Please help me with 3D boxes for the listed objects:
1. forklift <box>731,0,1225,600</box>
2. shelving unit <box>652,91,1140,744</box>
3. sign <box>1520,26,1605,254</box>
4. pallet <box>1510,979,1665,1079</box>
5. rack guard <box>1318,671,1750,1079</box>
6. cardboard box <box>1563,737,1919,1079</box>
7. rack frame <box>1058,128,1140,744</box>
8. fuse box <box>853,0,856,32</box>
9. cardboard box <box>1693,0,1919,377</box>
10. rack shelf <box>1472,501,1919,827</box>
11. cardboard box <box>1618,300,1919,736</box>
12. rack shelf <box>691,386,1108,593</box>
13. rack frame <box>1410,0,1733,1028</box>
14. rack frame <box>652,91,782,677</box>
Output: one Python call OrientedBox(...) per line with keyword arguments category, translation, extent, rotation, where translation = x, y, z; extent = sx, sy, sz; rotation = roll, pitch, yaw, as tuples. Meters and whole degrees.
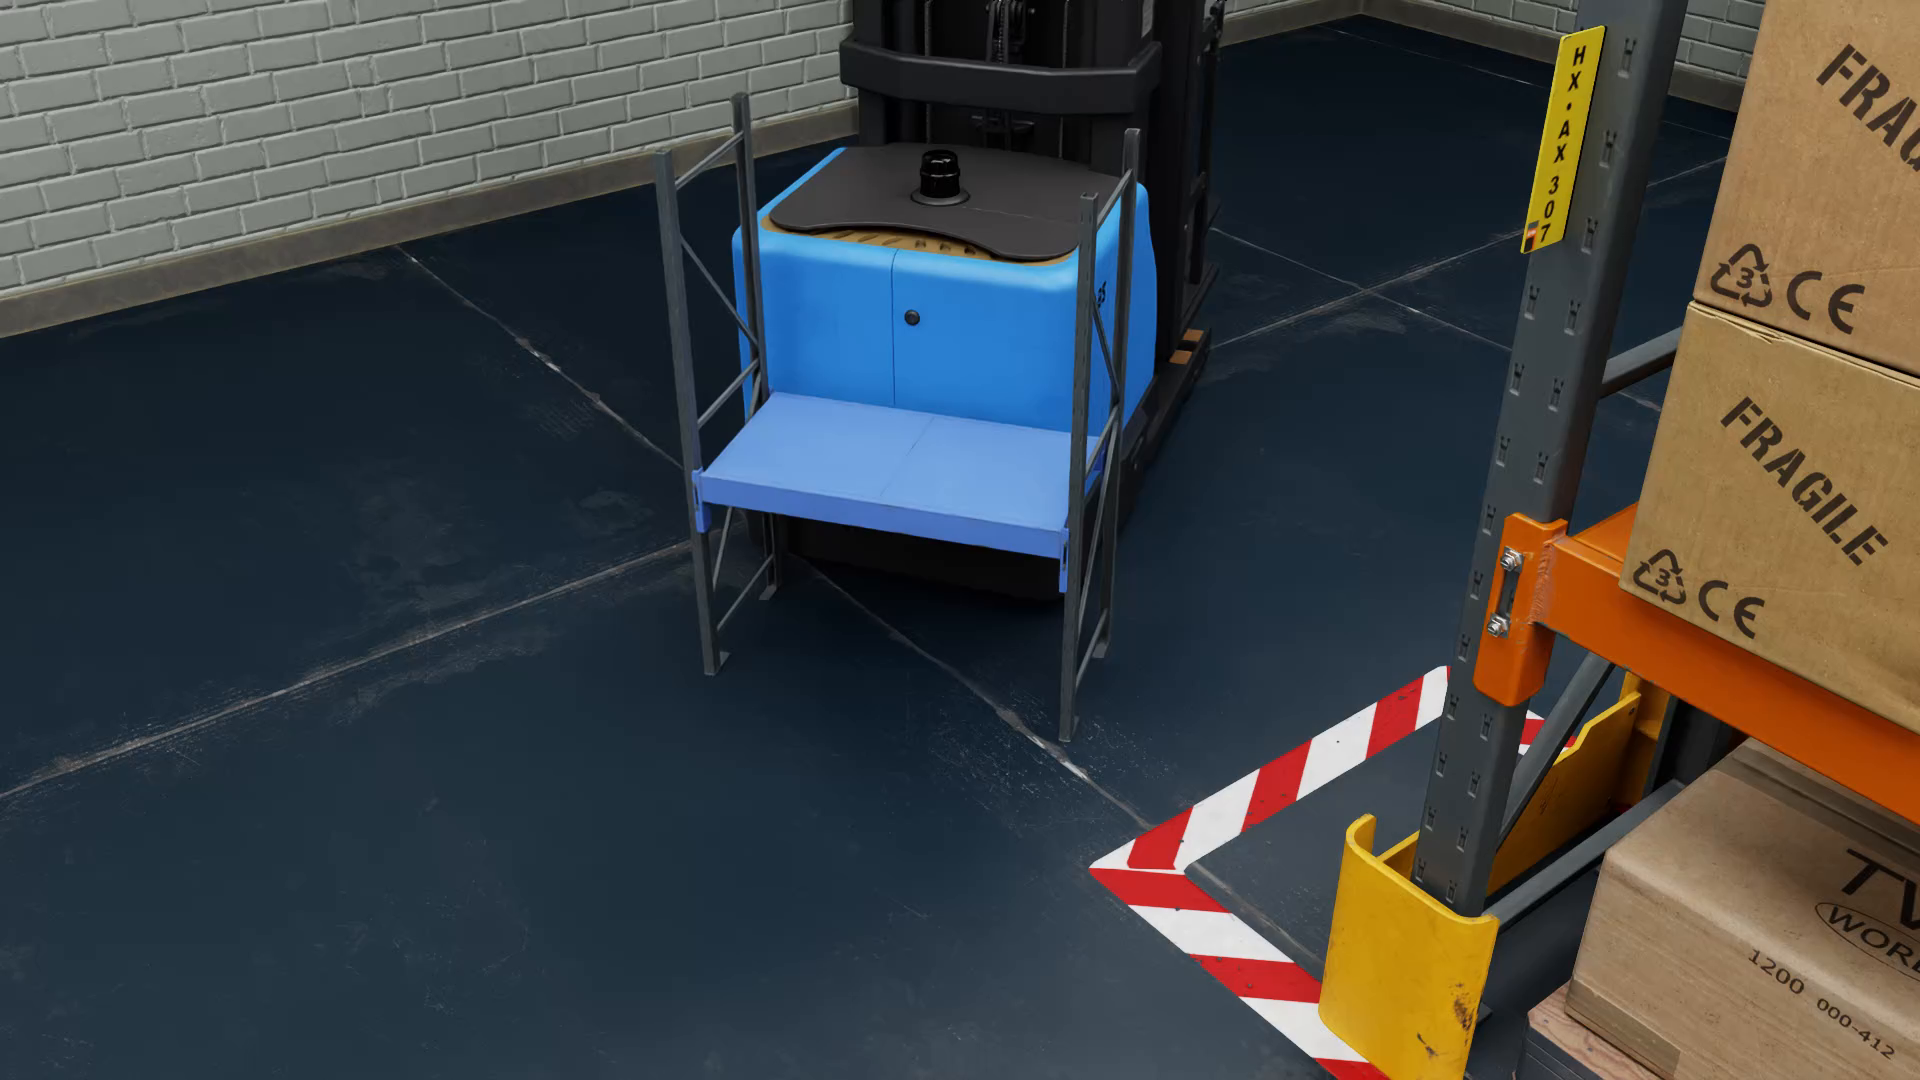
OrientedBox(category="forklift", translation=(0.309, -1.838, 5.431), extent=(1.130, 2.935, 3.031), rotation=(10, 33, 16))
OrientedBox(category="shelving unit", translation=(-0.139, -0.305, 4.319), extent=(1.048, 1.500, 0.538), rotation=(9, 33, 14))
OrientedBox(category="sign", translation=(0.889, -0.587, 2.456), extent=(0.100, 0.325, 0.005), rotation=(-22, 38, -31))
OrientedBox(category="pallet", translation=(1.883, 1.130, 3.231), extent=(1.003, 0.211, 1.213), rotation=(-22, 38, -31))
OrientedBox(category="rack guard", translation=(1.316, 0.689, 3.666), extent=(1.175, 0.500, 0.348), rotation=(-22, 38, -31))
OrientedBox(category="cardboard box", translation=(1.815, 0.790, 3.165), extent=(0.875, 0.438, 0.875), rotation=(-24, 39, -33))
OrientedBox(category="rack frame", translation=(0.347, -0.227, 4.194), extent=(0.032, 1.500, 0.500), rotation=(9, 33, 14))
OrientedBox(category="fuse box", translation=(-0.396, -2.776, 8.099), extent=(0.539, 1.711, 0.414), rotation=(-22, 38, -31))
OrientedBox(category="cardboard box", translation=(1.400, -0.538, 2.230), extent=(0.500, 0.500, 0.500), rotation=(-23, 39, -32))
OrientedBox(category="rack shelf", translation=(2.557, 0.777, 1.838), extent=(1.077, 0.370, 4.000), rotation=(-22, 38, -31))
OrientedBox(category="cardboard box", translation=(1.399, -0.112, 2.493), extent=(0.500, 0.500, 0.500), rotation=(-23, 38, -32))
OrientedBox(category="rack shelf", translation=(-0.139, -0.152, 4.414), extent=(1.000, 0.185, 0.538), rotation=(9, 33, 14))
OrientedBox(category="rack frame", translation=(1.331, -0.363, 2.991), extent=(1.000, 3.000, 0.127), rotation=(-22, 38, -31))
OrientedBox(category="rack frame", translation=(-0.626, -0.383, 4.445), extent=(0.032, 1.500, 0.500), rotation=(9, 33, 14))
